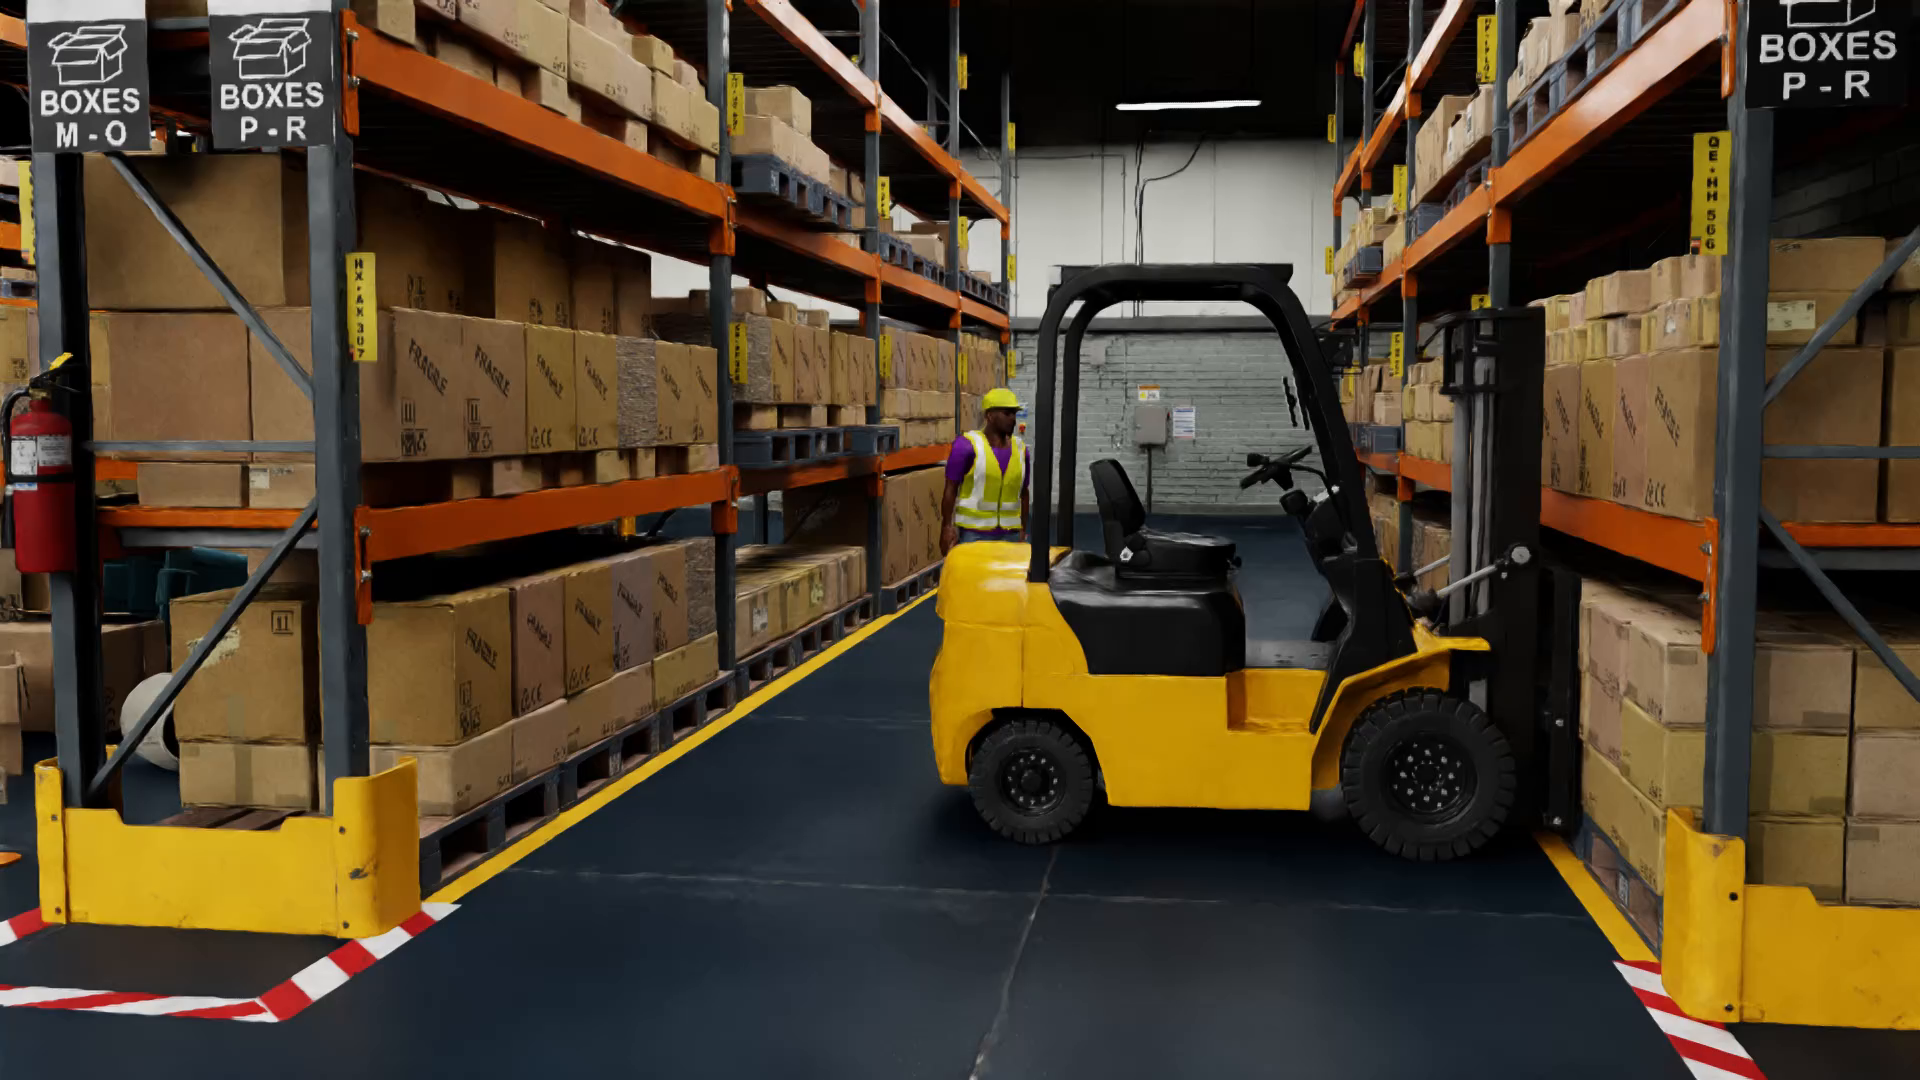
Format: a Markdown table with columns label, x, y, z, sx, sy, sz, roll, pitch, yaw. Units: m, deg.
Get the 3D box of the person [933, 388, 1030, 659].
| label | x | y | z | sx | sy | sz | roll | pitch | yaw |
| --- | --- | --- | --- | --- | --- | --- | --- | --- | --- |
| person | 0.145 | -0.061 | 10.299 | 0.614 | 1.757 | 0.568 | -2 | 5 | -24 |
